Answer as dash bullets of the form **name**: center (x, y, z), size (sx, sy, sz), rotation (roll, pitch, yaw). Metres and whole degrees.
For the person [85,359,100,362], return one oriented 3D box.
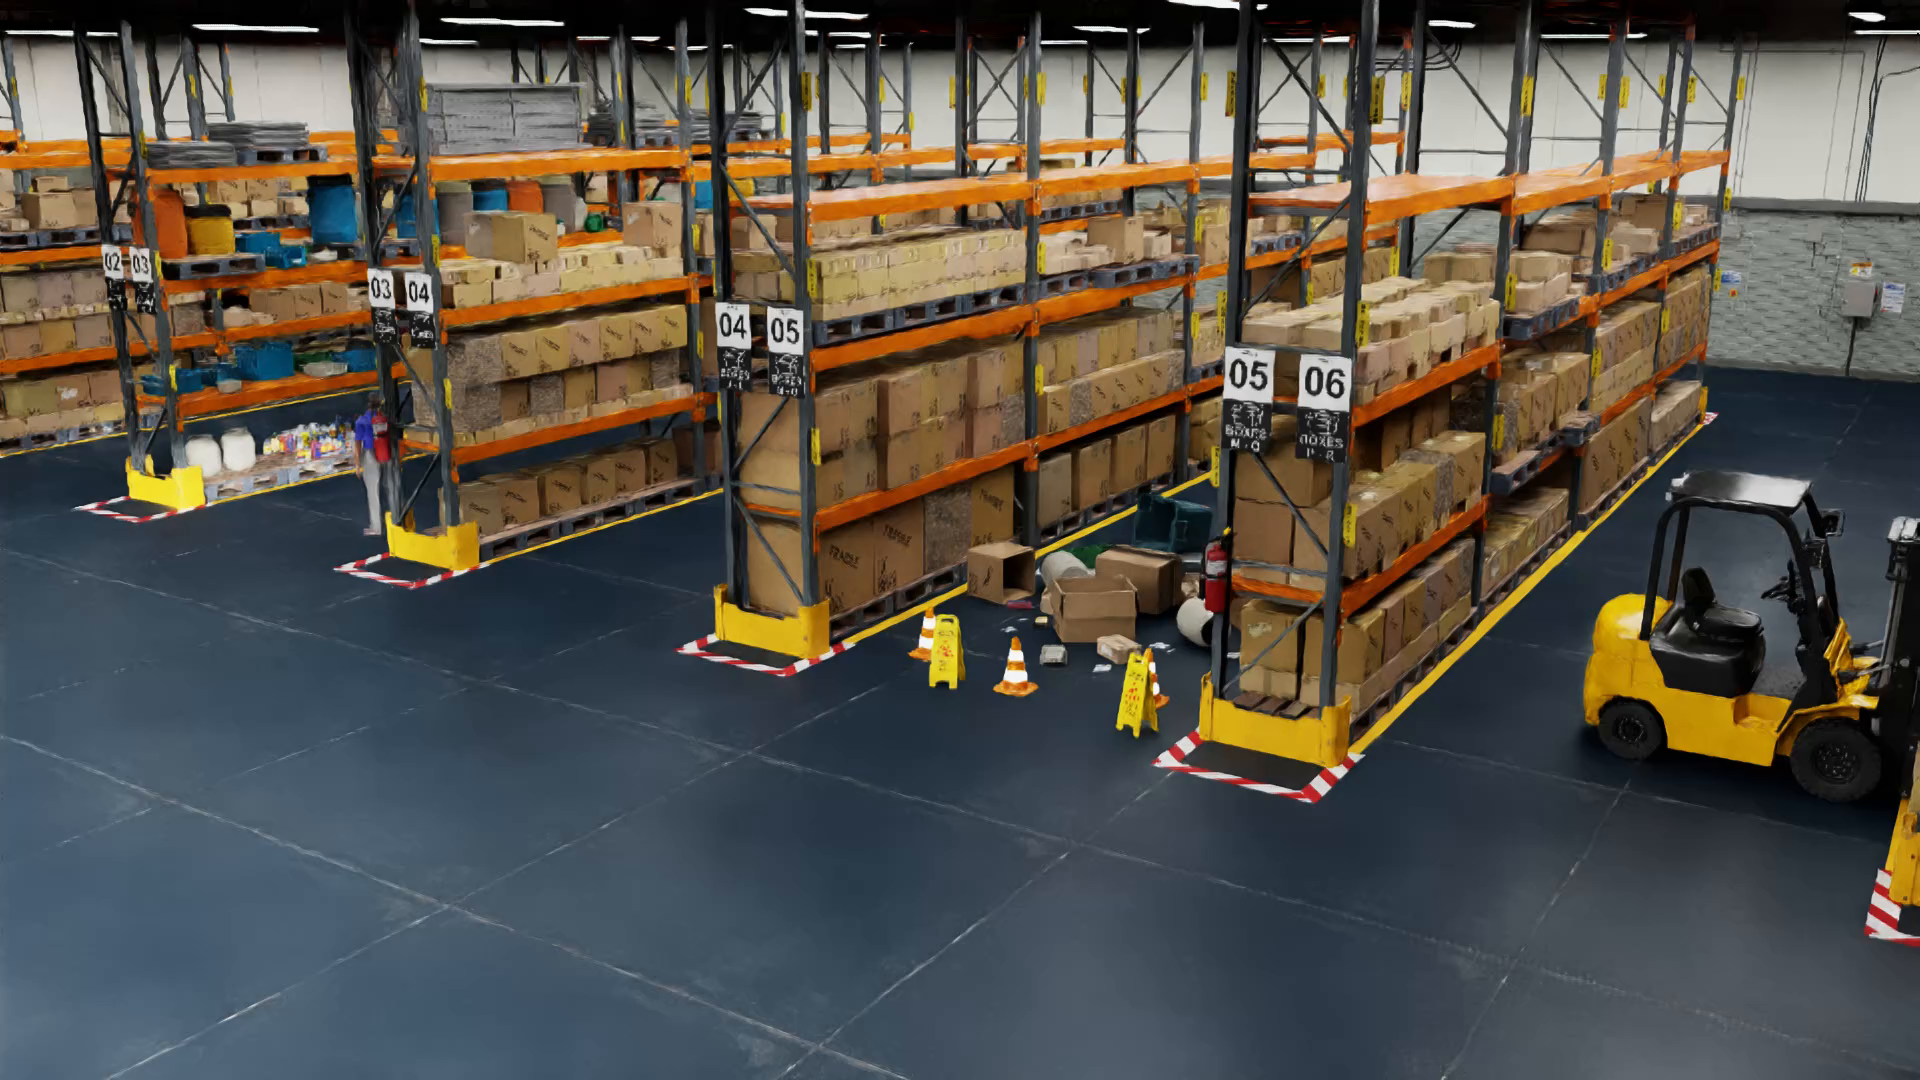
- **person**: center (-14.265, -3.037, 27.120), size (0.455, 1.577, 1.088), rotation (9, 18, 30)

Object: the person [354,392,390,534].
- **person**: center (-6.798, -0.918, 19.412), size (0.545, 1.658, 0.506), rotation (-9, 18, -30)
